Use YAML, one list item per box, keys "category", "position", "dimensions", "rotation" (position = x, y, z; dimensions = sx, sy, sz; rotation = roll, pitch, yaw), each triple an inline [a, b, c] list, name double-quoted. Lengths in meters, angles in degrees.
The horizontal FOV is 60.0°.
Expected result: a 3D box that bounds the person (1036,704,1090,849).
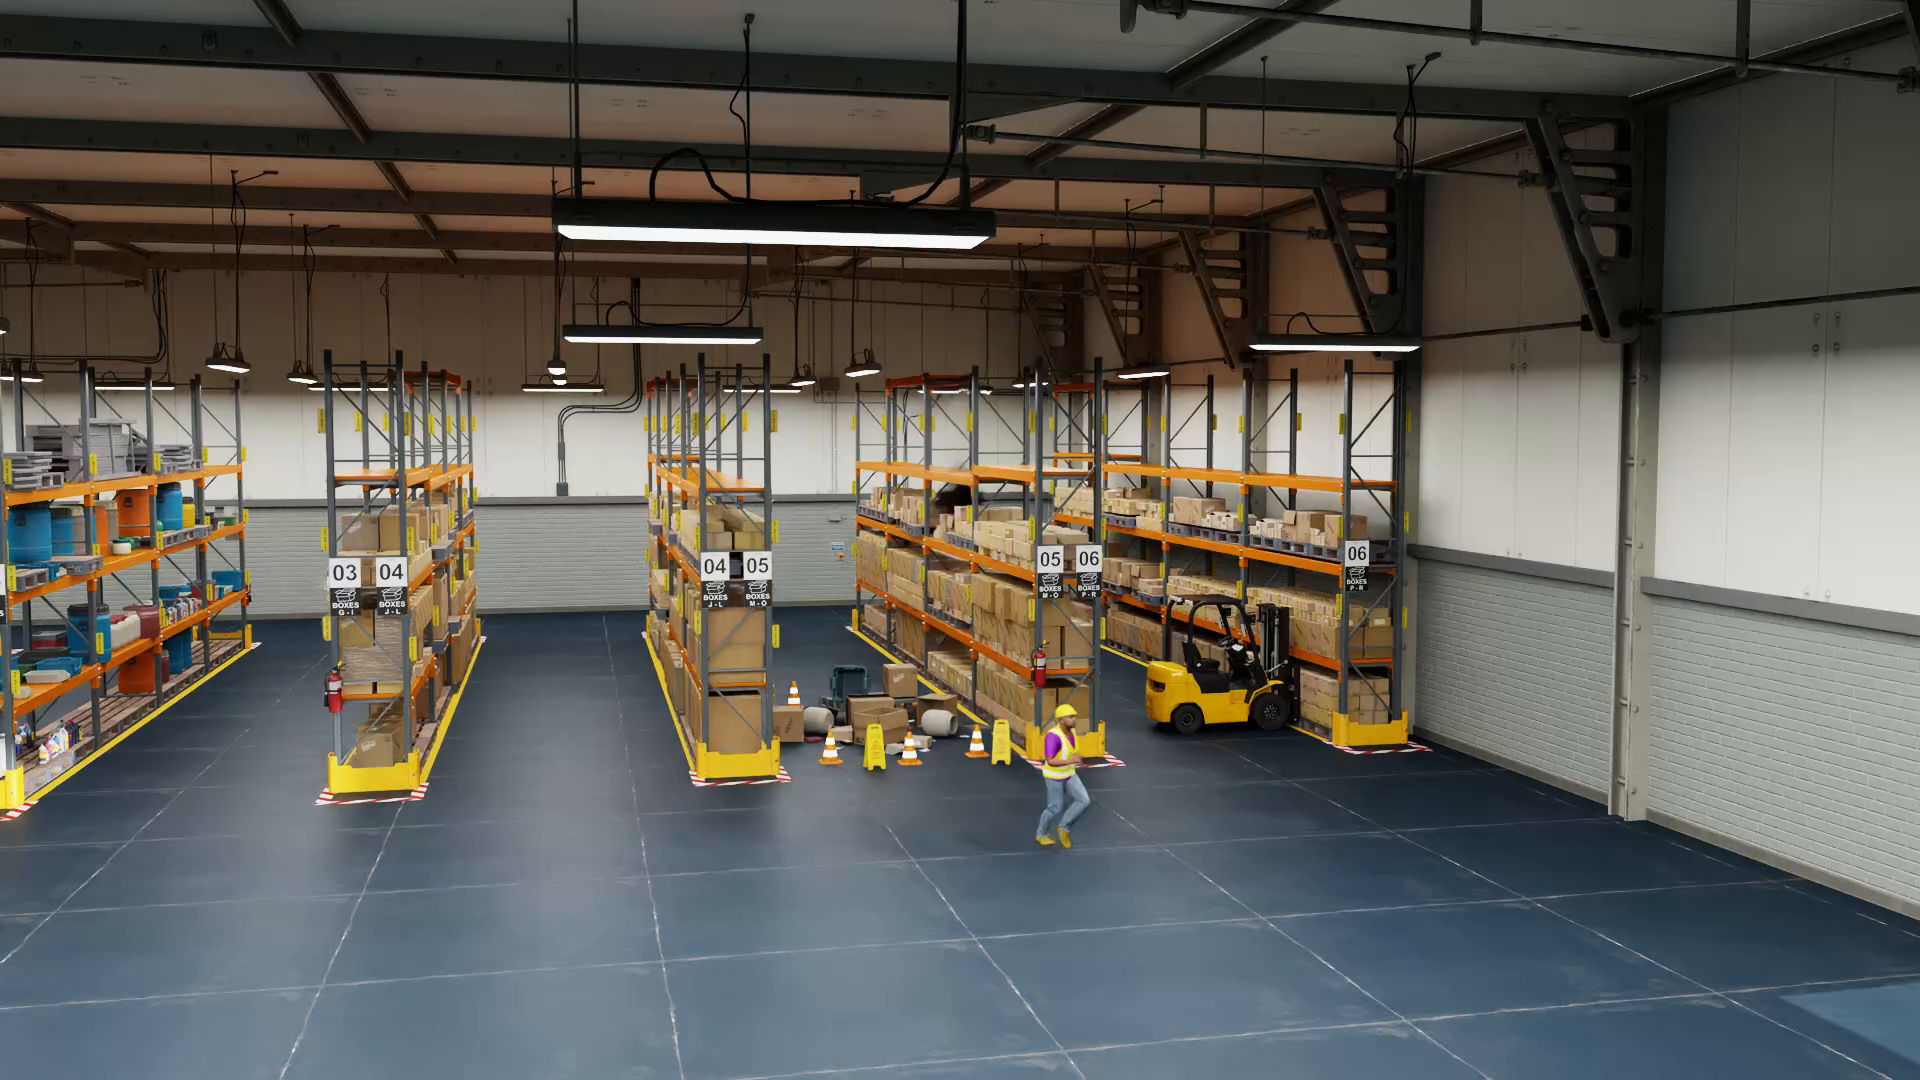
- category: "person"
  position: [1.204, 2.765, 19.447]
  dimensions: [0.787, 1.724, 0.737]
  rotation: [3, 5, 39]
